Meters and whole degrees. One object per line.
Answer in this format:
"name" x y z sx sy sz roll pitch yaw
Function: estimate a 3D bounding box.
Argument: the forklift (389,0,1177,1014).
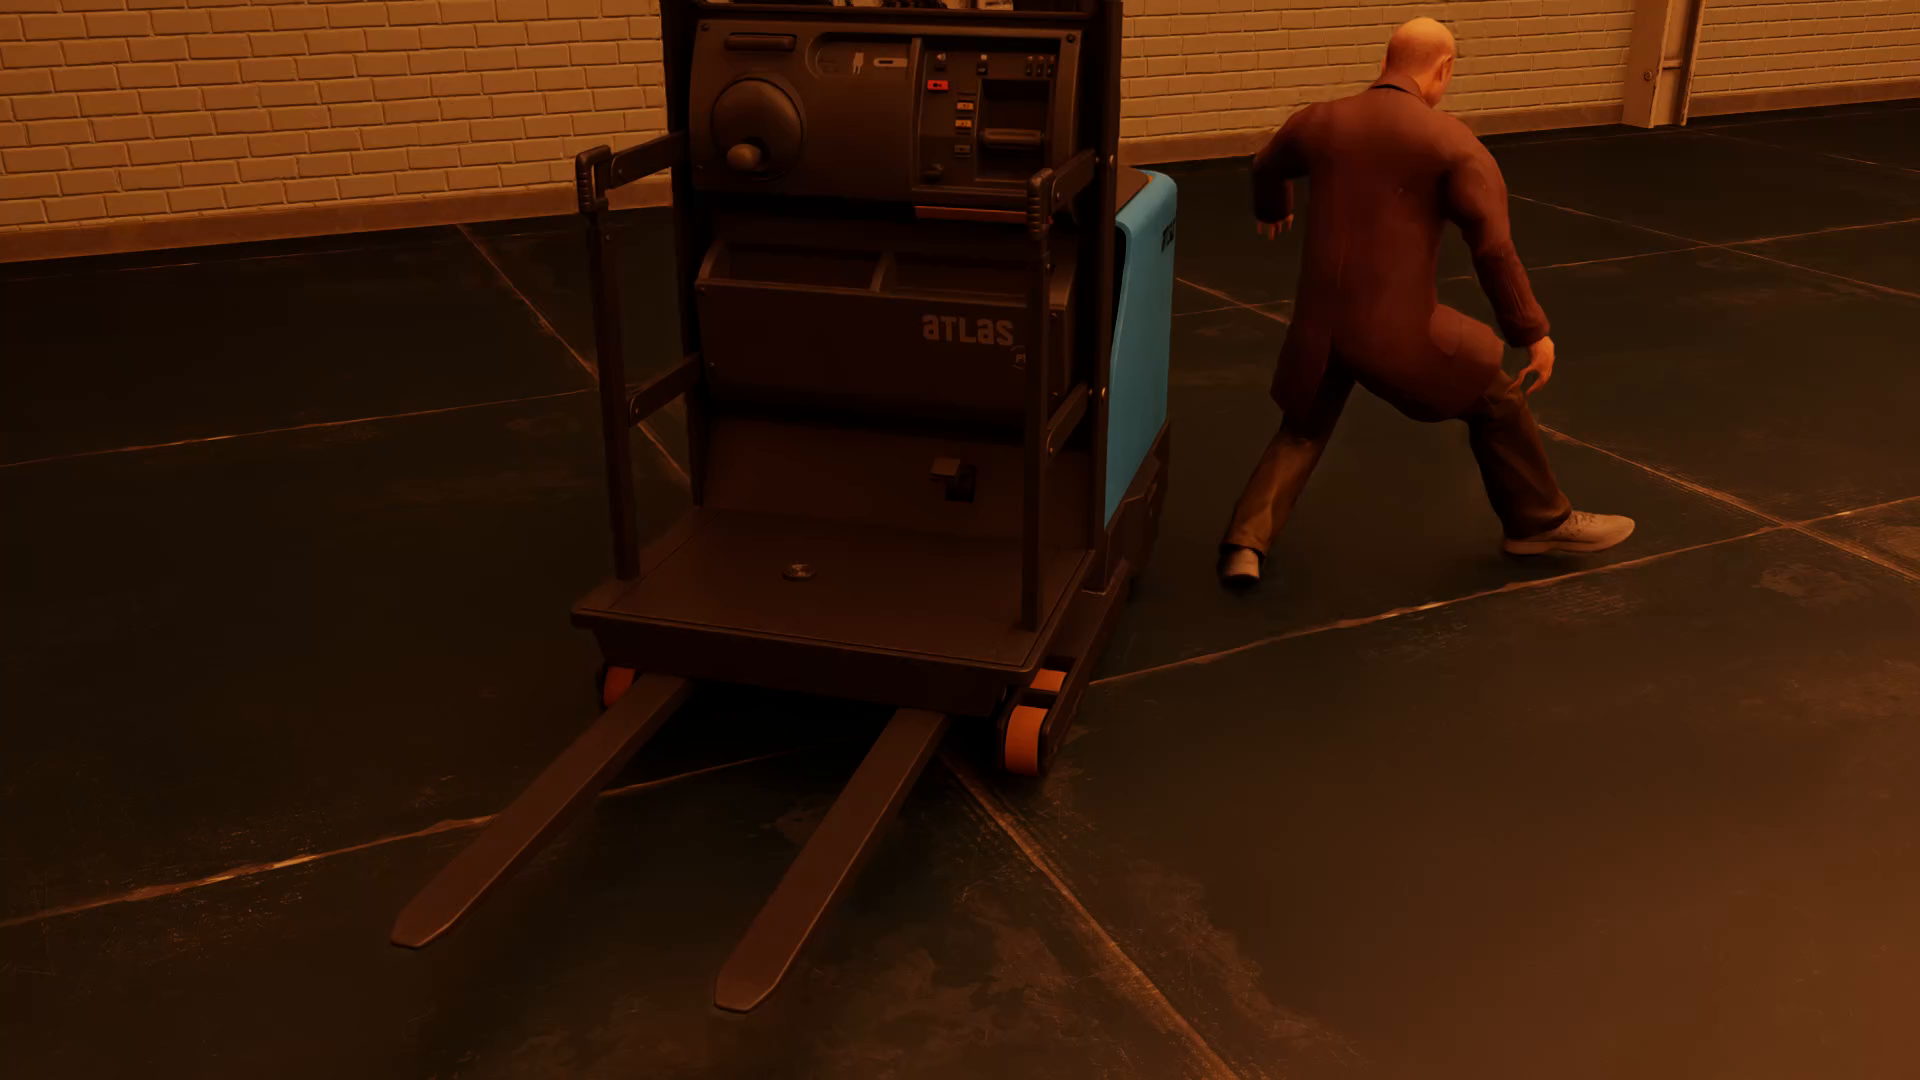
"forklift" -0.241 -0.978 3.640 1.130 2.935 3.031 6 23 15

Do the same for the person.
"person" 1.206 -0.634 4.727 1.049 1.626 1.195 -19 29 -39
